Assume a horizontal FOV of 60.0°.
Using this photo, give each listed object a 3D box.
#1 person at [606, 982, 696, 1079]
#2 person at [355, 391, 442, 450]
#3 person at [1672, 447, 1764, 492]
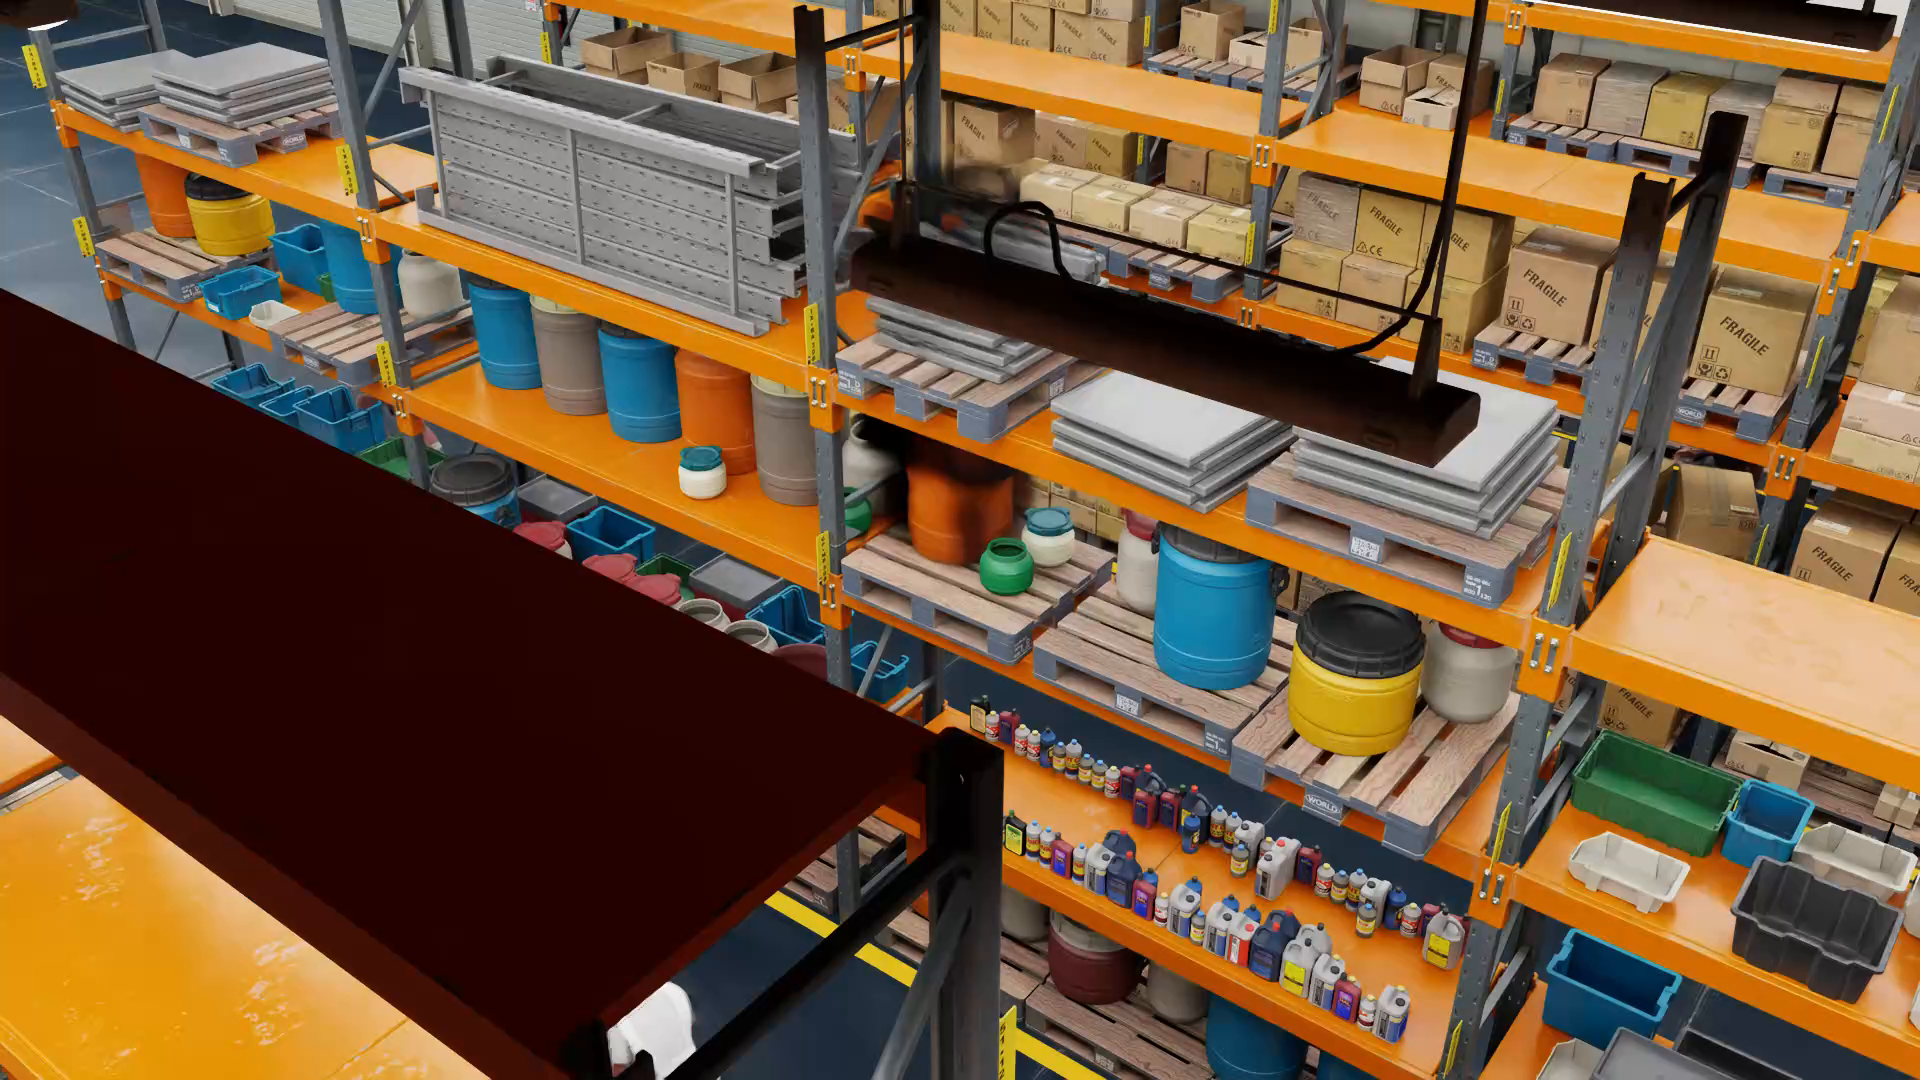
[{"bbox_3d":[-1.613,2.970,8.848,0.897,1.623,0.724,20,37,30],"label":"person"},{"bbox_3d":[-5.601,-1.494,16.153,0.927,1.661,0.585,1,31,2],"label":"person"},{"bbox_3d":[6.621,-0.378,14.456,0.931,1.483,0.717,11,33,17],"label":"person"}]
